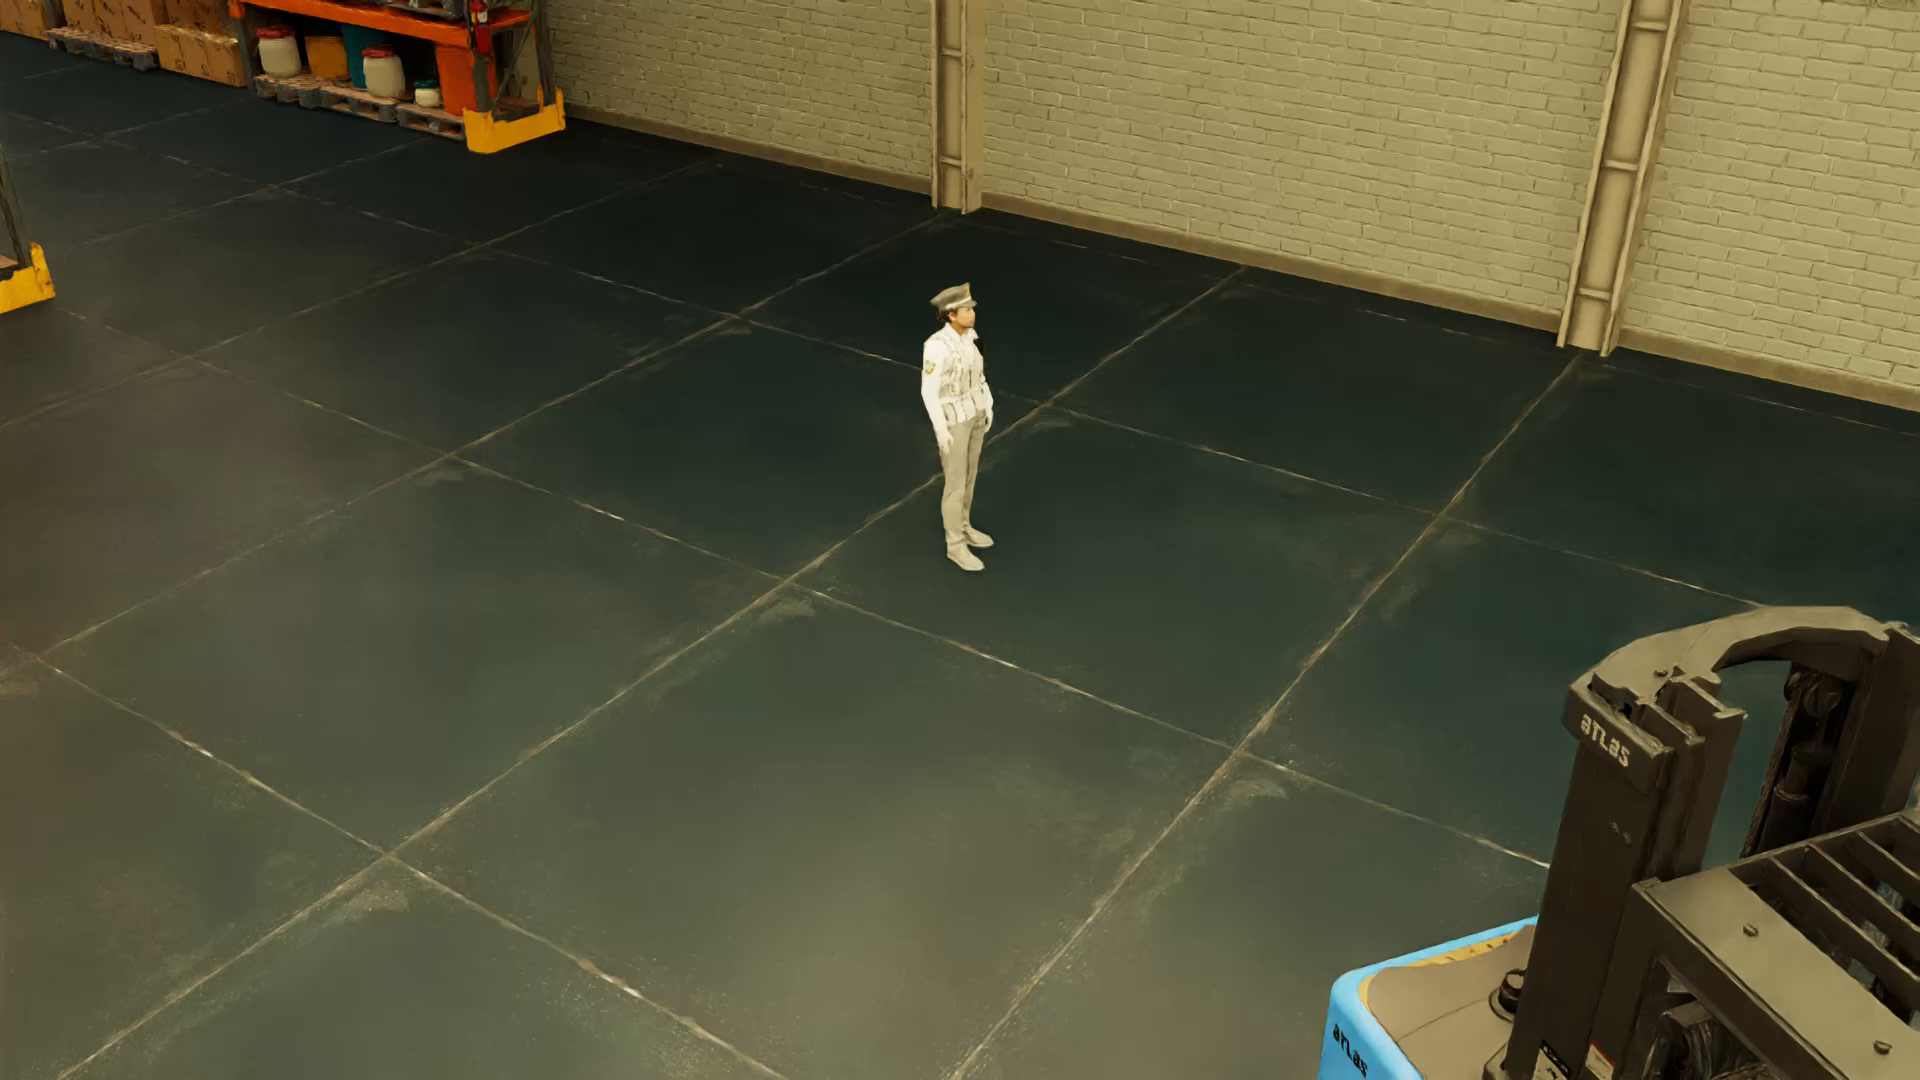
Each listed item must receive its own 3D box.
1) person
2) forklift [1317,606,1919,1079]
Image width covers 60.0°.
[{"bbox_3d":[0.052,-0.717,10.033,0.532,1.695,0.586,19,35,29],"label":"person"},{"bbox_3d":[2.264,1.780,4.517,1.130,2.935,3.031,-11,32,-18],"label":"forklift"}]
